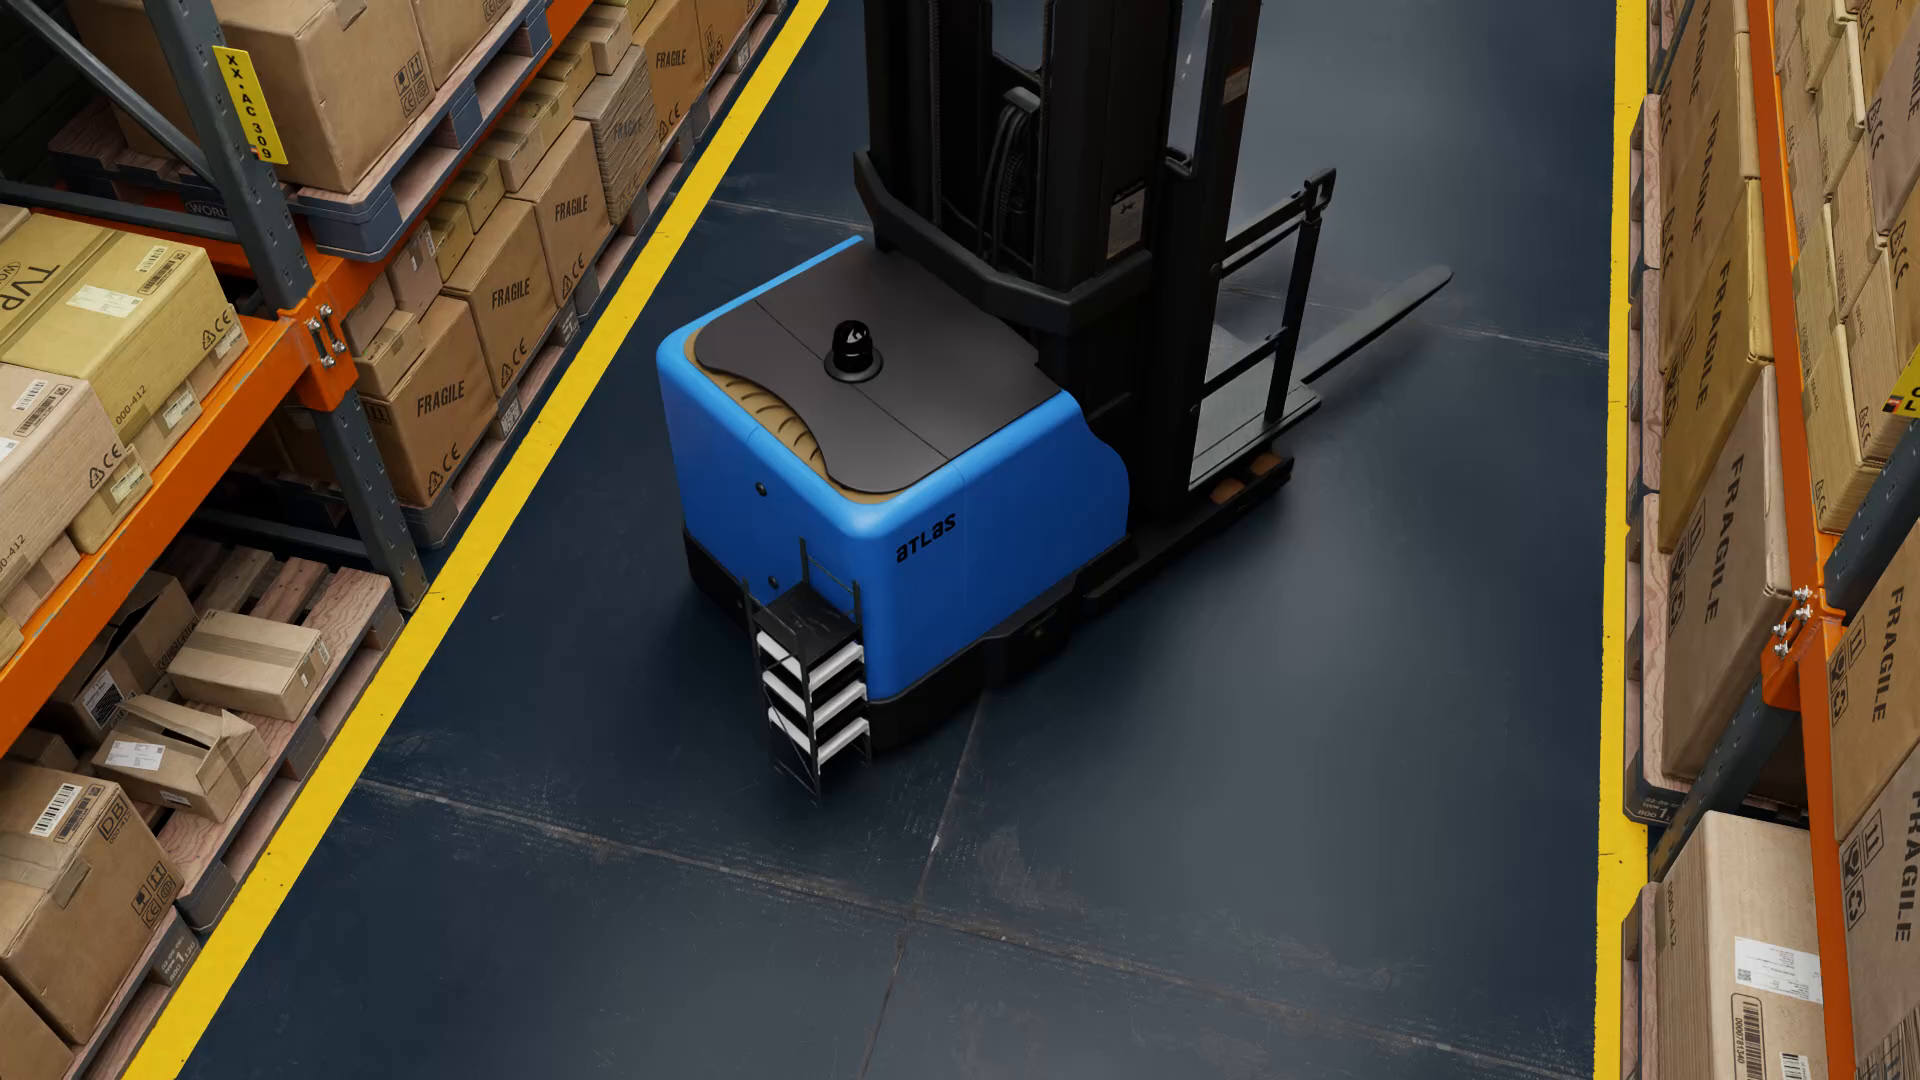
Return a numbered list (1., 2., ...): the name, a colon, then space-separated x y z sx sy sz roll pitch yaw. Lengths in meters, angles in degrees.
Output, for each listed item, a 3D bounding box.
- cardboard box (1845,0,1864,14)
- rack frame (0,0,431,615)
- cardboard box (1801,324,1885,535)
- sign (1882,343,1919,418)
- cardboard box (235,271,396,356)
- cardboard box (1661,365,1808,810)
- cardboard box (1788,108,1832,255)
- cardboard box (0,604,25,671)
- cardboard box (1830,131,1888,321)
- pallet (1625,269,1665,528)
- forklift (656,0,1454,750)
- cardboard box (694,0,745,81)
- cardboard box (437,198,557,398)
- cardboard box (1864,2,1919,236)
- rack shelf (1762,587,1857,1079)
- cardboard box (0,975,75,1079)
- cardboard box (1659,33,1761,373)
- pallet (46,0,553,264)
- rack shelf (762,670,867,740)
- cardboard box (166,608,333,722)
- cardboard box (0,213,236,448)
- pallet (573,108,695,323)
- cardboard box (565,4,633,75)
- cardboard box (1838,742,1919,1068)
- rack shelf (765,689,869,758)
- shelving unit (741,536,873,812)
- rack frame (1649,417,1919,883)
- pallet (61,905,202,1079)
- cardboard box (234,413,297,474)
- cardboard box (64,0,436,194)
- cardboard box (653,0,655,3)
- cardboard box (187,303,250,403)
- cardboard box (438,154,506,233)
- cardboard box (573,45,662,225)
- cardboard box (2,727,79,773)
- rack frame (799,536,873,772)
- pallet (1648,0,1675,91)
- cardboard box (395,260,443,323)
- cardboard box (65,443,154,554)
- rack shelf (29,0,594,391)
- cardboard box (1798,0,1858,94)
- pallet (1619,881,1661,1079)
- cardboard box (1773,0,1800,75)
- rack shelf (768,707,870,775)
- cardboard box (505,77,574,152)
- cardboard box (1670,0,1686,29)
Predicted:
1. cardboard box: 2.784 -1.764 4.573 0.500 0.500 0.500 12 50 11
2. rack frame: -2.285 -0.889 4.534 1.000 3.000 0.127 12 50 10
3. cardboard box: 2.380 -0.236 4.058 0.500 0.250 0.500 10 49 9
4. sign: 1.979 -0.369 3.355 0.100 0.325 0.005 12 50 10
5. cardboard box: -1.992 -0.732 5.152 0.380 0.149 0.250 11 49 9
6. cardboard box: 2.591 0.188 4.720 0.875 0.875 0.875 13 50 11
7. cardboard box: 2.666 -0.966 4.702 0.500 0.250 0.500 10 49 9
8. cardboard box: -2.353 0.235 3.709 0.380 0.149 0.250 11 49 9
9. cardboard box: 2.511 -0.757 4.184 0.500 0.250 0.500 13 50 11
10. pallet: 2.955 -0.447 6.004 1.003 0.211 1.213 12 50 10
11. forklift: 0.536 -1.292 4.935 3.031 2.935 1.130 -33 56 -26
12. cardboard box: -1.277 -2.385 7.242 0.500 0.500 0.500 11 49 9
13. cardboard box: -1.809 -0.893 5.925 0.500 0.500 0.500 11 49 10
14. cardboard box: 2.510 -1.024 3.920 0.500 0.500 0.500 12 50 11
15. rack shelf: 1.979 1.773 2.664 1.077 0.370 4.000 12 50 10
16. cardboard box: -2.587 1.296 3.993 0.500 0.500 0.500 12 50 11
17. cardboard box: 3.057 -1.113 5.869 0.875 0.875 0.875 12 50 10
18. pallet: -1.969 -1.381 5.097 1.003 0.211 1.213 12 50 10
19. rack shelf: -0.427 0.427 4.817 0.200 0.077 0.258 -37 58 -28
20. cardboard box: -2.148 0.377 5.038 0.380 0.149 0.250 10 49 9
21. cardboard box: -2.183 -0.521 4.111 0.500 0.250 0.500 13 50 11
22. pallet: -1.788 -1.447 6.886 1.003 0.211 1.213 12 50 10
23. cardboard box: -1.493 -1.947 6.423 0.380 0.149 0.250 9 49 8
24. cardboard box: 1.993 0.706 3.059 0.500 0.500 0.500 12 50 10
25. rack shelf: -0.427 0.487 4.884 0.200 0.077 0.258 -37 58 -28
26. shelving unit: -0.428 0.405 4.792 0.210 0.900 0.258 -37 58 -28
27. rack frame: 2.505 0.088 3.671 1.000 3.000 0.127 12 50 10
28. pallet: -2.785 1.416 4.360 1.003 0.211 1.213 12 50 10
29. cardboard box: -2.441 -0.614 5.678 0.500 0.500 0.500 11 50 10
30. cardboard box: -1.941 -1.366 4.608 0.700 0.500 0.500 13 50 11
31. cardboard box: -1.384 -2.334 6.764 0.380 0.149 0.250 13 50 11
32. cardboard box: -2.125 -0.525 4.380 0.380 0.149 0.250 12 50 11
33. cardboard box: -1.820 -1.226 5.786 0.380 0.149 0.250 11 49 9
34. cardboard box: -1.531 -1.627 6.572 0.500 0.500 0.500 10 49 9
35. cardboard box: -2.801 0.661 4.788 0.380 0.149 0.250 11 49 10
36. rack frame: -0.355 0.352 4.839 0.006 0.900 0.240 -37 58 -28
37. pallet: 3.765 -2.447 7.769 1.003 0.211 1.213 12 50 10
38. cardboard box: -1.935 -0.838 5.443 0.380 0.149 0.250 10 49 9
39. cardboard box: -2.217 -0.140 4.040 0.380 0.149 0.250 13 50 11
40. rack shelf: -1.758 -2.097 6.080 1.077 0.370 4.000 12 50 10
41. cardboard box: 2.760 -1.507 4.846 0.500 0.250 0.500 12 50 11
42. pallet: 2.229 1.546 4.245 1.003 0.211 1.213 12 50 10
43. cardboard box: 2.925 -1.698 5.348 0.500 0.250 0.500 13 50 11
44. rack shelf: -0.427 0.546 4.952 0.200 0.077 0.258 -37 58 -28
45. cardboard box: -1.650 -1.579 6.097 0.380 0.149 0.250 13 50 11
46. cardboard box: 3.716 -2.481 7.412 0.950 0.372 0.625 9 49 7
